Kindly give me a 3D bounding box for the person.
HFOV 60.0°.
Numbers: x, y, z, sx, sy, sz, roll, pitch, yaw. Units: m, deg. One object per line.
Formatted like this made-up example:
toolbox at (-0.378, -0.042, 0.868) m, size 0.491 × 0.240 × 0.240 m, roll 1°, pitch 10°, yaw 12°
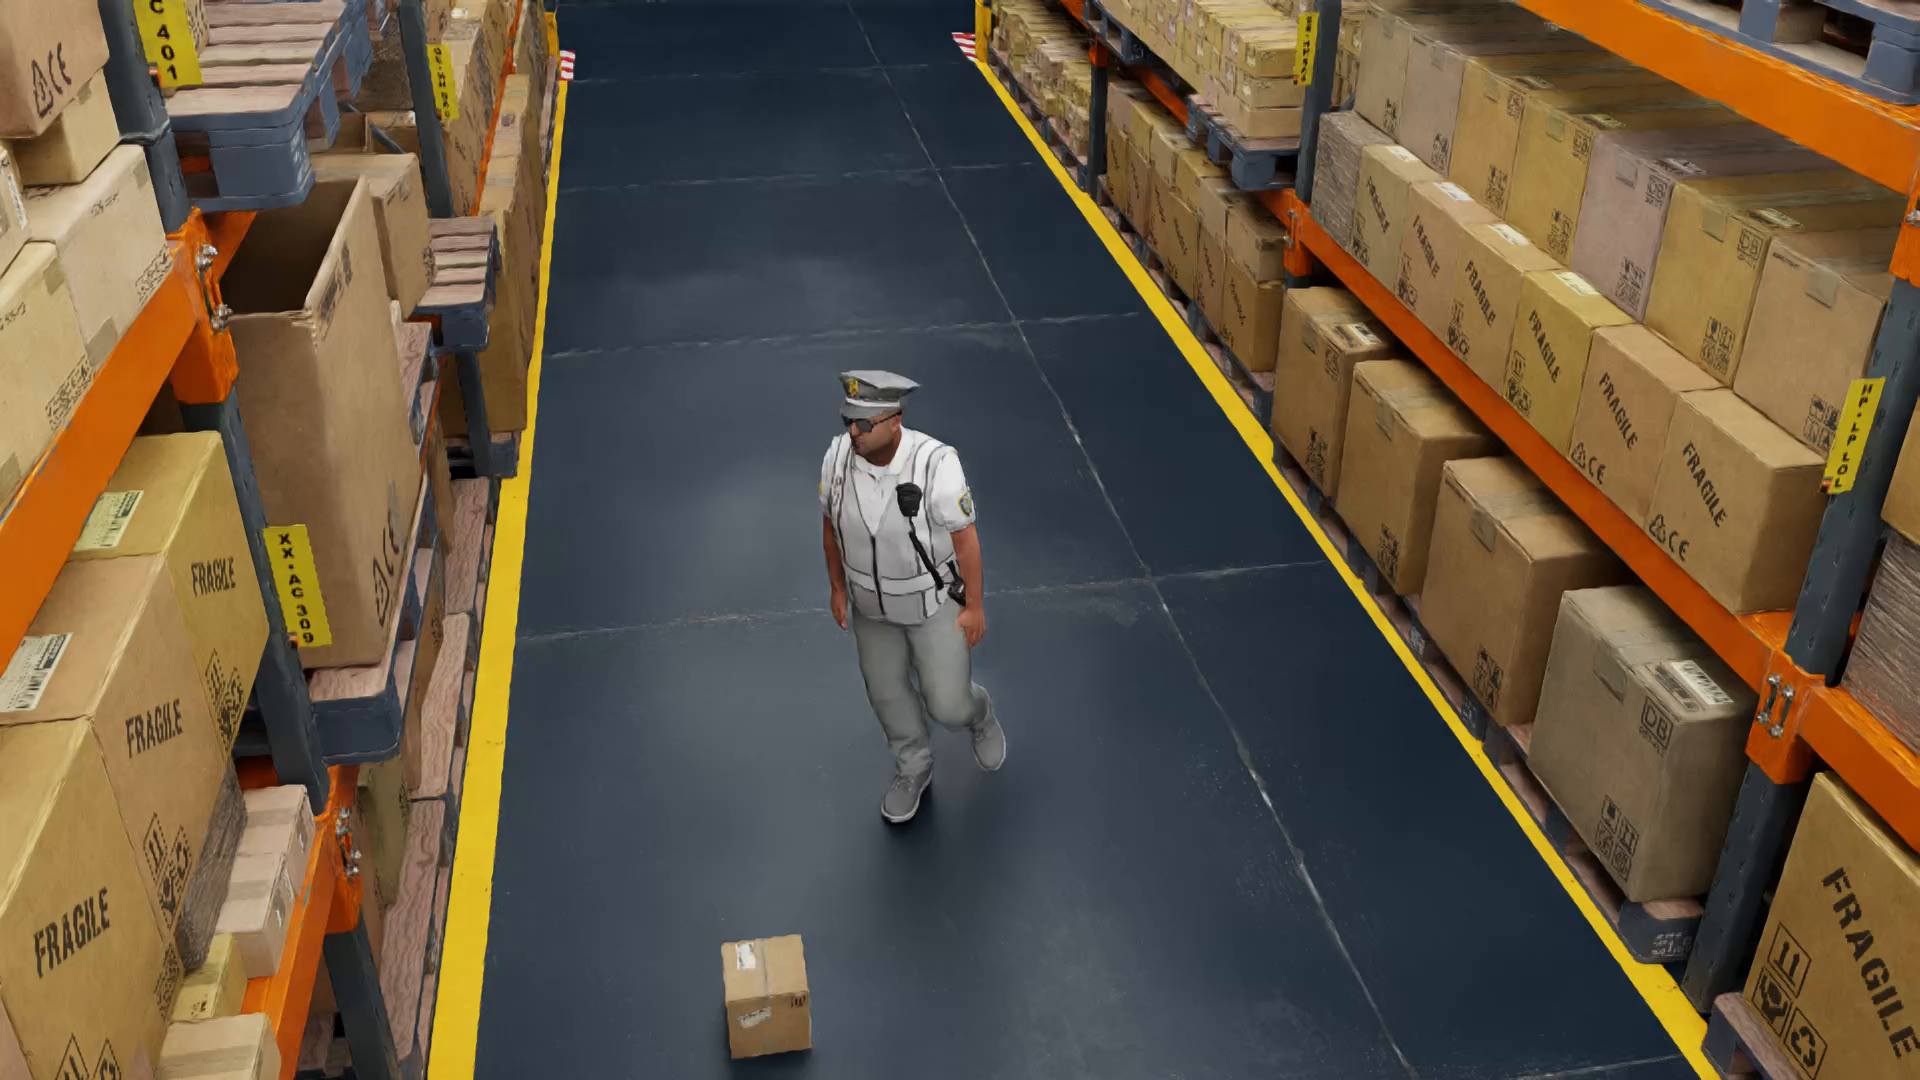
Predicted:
person at (-0.165, 0.146, 5.824) m, size 0.597 × 1.755 × 0.579 m, roll 12°, pitch 33°, yaw 20°
